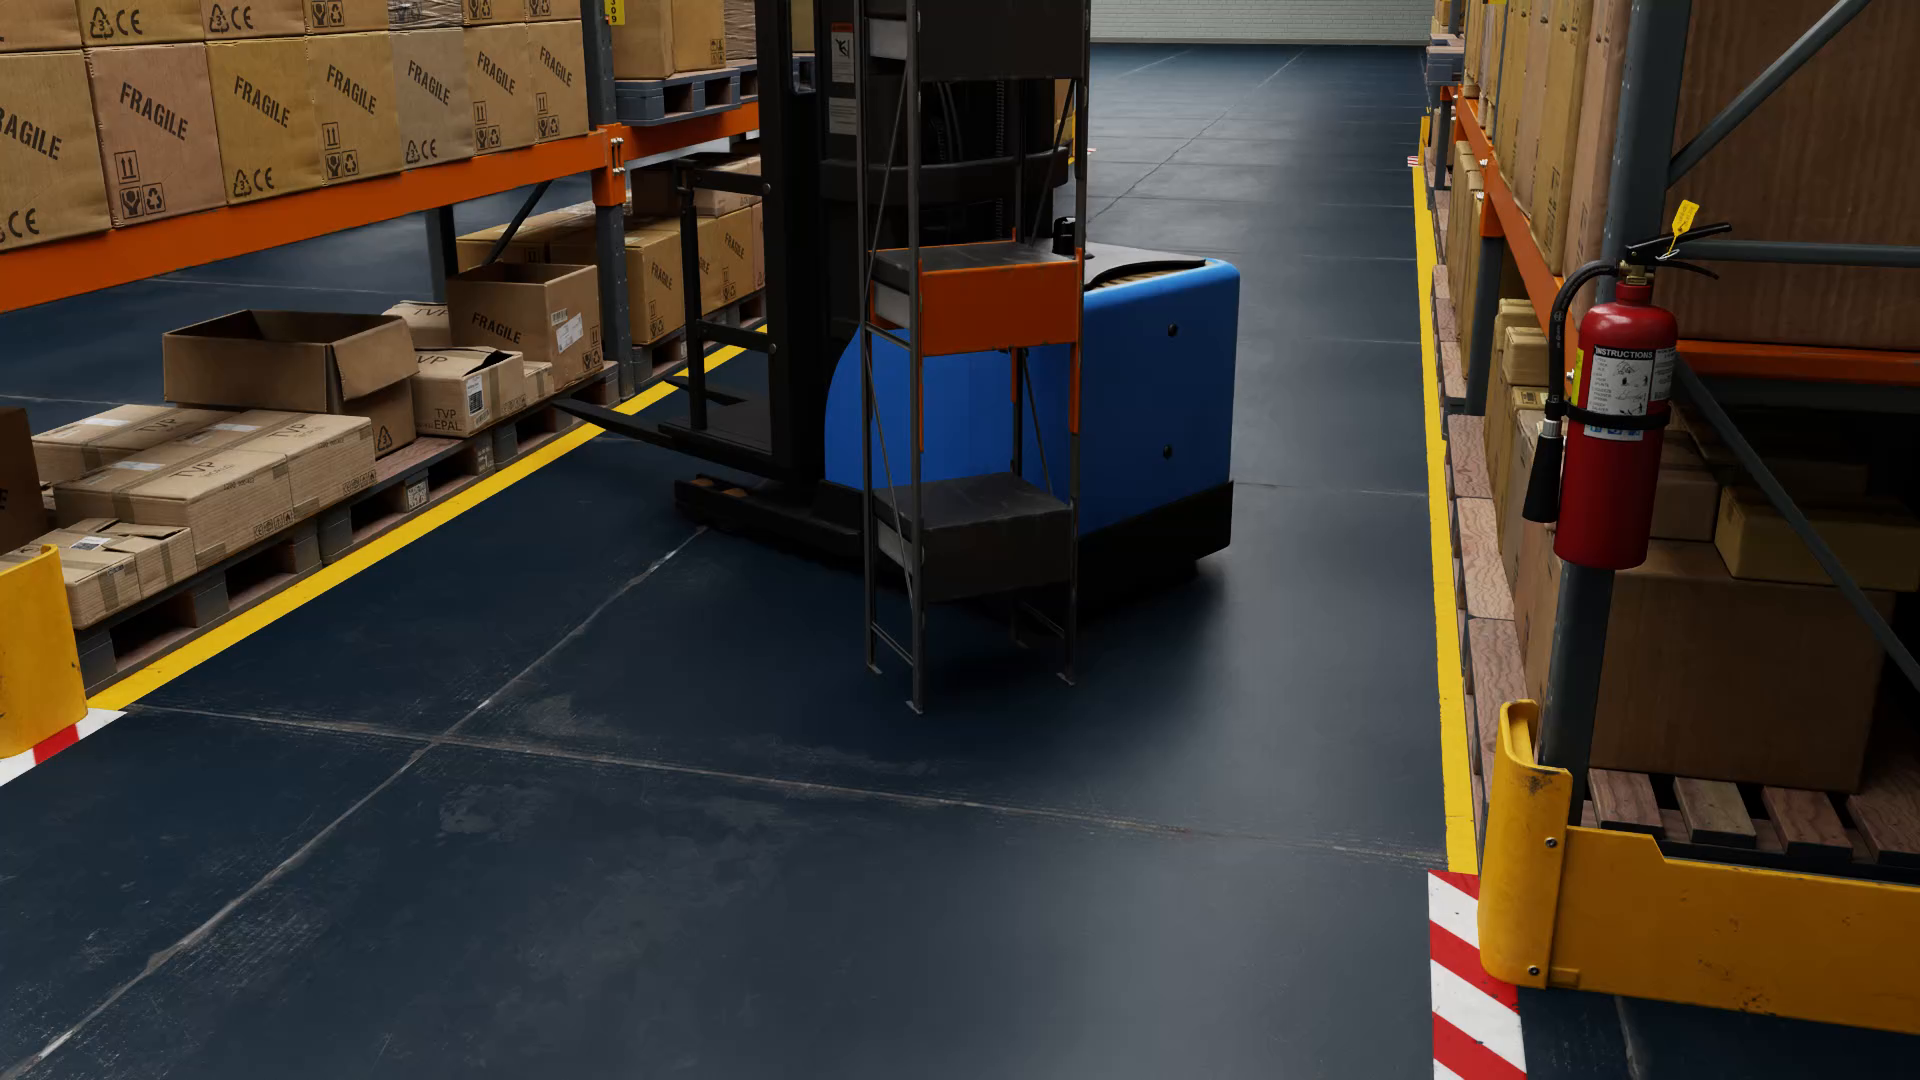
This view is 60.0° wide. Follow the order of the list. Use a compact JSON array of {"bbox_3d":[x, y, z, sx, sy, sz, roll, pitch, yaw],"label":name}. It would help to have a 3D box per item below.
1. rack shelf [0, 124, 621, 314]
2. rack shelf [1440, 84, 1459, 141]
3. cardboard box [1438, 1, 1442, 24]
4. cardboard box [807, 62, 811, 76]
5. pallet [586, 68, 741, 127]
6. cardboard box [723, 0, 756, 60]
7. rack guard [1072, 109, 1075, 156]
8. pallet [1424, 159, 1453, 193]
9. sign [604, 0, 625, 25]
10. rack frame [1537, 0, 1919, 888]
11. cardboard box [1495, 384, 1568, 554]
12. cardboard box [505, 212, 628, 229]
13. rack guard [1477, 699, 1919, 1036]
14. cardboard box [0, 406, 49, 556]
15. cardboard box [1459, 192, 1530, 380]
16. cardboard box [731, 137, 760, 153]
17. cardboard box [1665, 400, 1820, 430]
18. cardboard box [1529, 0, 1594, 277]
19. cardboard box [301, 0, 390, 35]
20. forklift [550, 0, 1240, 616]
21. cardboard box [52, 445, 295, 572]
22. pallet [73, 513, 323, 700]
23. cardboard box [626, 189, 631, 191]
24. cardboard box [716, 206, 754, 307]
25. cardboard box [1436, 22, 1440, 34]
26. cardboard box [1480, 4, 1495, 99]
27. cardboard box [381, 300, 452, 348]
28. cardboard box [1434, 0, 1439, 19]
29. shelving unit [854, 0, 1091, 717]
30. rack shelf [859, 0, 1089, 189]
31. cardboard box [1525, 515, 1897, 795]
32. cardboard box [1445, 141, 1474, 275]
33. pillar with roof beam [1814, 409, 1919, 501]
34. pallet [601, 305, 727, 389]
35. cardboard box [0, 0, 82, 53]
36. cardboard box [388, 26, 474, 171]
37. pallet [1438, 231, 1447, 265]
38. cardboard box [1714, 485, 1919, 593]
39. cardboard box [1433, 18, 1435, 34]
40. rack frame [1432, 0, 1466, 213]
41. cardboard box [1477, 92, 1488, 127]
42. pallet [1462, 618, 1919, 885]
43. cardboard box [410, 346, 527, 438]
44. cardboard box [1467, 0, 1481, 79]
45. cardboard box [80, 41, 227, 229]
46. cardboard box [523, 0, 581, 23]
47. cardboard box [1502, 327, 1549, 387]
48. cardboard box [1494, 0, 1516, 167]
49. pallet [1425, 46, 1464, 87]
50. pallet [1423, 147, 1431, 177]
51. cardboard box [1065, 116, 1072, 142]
[{"bbox_3d":[-2.605,-1.188,6.137,1.077,0.370,4.000,5,19,13],"label":"rack shelf"},{"bbox_3d":[4.154,-3.305,12.336,1.077,0.370,4.000,5,19,13],"label":"rack shelf"},{"bbox_3d":[4.574,-4.895,14.920,0.500,0.500,0.500,5,19,13],"label":"cardboard box"},{"bbox_3d":[-1.008,-3.477,11.865,0.500,0.311,0.500,6,20,17],"label":"cardboard box"},{"bbox_3d":[-1.816,-2.306,8.595,1.003,0.211,1.213,5,19,13],"label":"pallet"},{"bbox_3d":[-1.592,-3.177,10.043,0.700,0.500,0.500,9,21,24],"label":"cardboard box"},{"bbox_3d":[0.821,-4.741,19.294,1.175,0.500,0.348,5,19,13],"label":"rack guard"},{"bbox_3d":[5.068,-3.550,16.253,1.003,0.211,1.213,5,19,13],"label":"pallet"},{"bbox_3d":[-1.589,-2.524,7.598,0.100,0.325,0.005,5,19,13],"label":"sign"},{"bbox_3d":[1.711,-0.511,3.044,1.000,3.000,0.127,5,19,13],"label":"rack frame"},{"bbox_3d":[2.152,-0.237,5.457,0.700,0.500,0.500,5,20,15],"label":"cardboard box"},{"bbox_3d":[-2.145,-1.512,9.160,0.500,0.500,0.500,5,19,14],"label":"cardboard box"},{"bbox_3d":[1.705,0.679,3.426,1.175,0.500,0.348,5,19,13],"label":"rack guard"},{"bbox_3d":[-3.200,-0.116,5.074,0.500,0.500,0.500,5,19,13],"label":"cardboard box"},{"bbox_3d":[2.721,-1.160,7.620,0.750,0.750,0.750,5,19,14],"label":"cardboard box"},{"bbox_3d":[-1.150,-2.459,10.773,0.500,0.250,0.500,5,20,15],"label":"cardboard box"},{"bbox_3d":[2.194,-0.323,4.708,0.380,0.149,0.250,5,19,14],"label":"cardboard box"},{"bbox_3d":[1.992,-1.043,4.136,0.980,0.700,0.700,5,19,13],"label":"cardboard box"},{"bbox_3d":[-2.359,-2.020,5.760,0.500,0.500,0.500,4,19,13],"label":"cardboard box"},{"bbox_3d":[-0.456,-1.524,6.116,3.031,2.935,1.130,17,25,40],"label":"forklift"},{"bbox_3d":[-2.564,-0.113,5.451,0.500,0.250,0.500,5,19,13],"label":"cardboard box"},{"bbox_3d":[-2.881,0.145,5.438,1.003,0.211,1.213,5,19,13],"label":"pallet"},{"bbox_3d":[-1.778,-1.993,10.567,0.500,0.500,0.500,4,19,13],"label":"cardboard box"},{"bbox_3d":[-1.513,-1.637,9.525,0.500,0.500,0.500,5,19,14],"label":"cardboard box"},{"bbox_3d":[4.702,-4.698,15.501,0.500,0.250,0.500,5,19,13],"label":"cardboard box"},{"bbox_3d":[2.671,-2.288,7.599,0.500,0.500,0.500,5,19,14],"label":"cardboard box"},{"bbox_3d":[-2.429,-0.976,7.884,0.500,0.311,0.500,5,19,13],"label":"cardboard box"},{"bbox_3d":[4.949,-5.378,16.333,0.500,0.500,0.500,4,19,12],"label":"cardboard box"},{"bbox_3d":[0.027,-0.584,4.650,0.503,2.100,0.431,-8,21,-23],"label":"shelving unit"},{"bbox_3d":[0.027,-1.234,4.428,0.480,0.518,0.431,-8,21,-23],"label":"rack shelf"},{"bbox_3d":[1.785,0.246,4.045,0.700,0.500,0.500,5,19,13],"label":"cardboard box"},{"bbox_3d":[3.358,-1.980,10.020,0.750,0.750,0.750,4,19,13],"label":"cardboard box"},{"bbox_3d":[-0.819,-4.656,5.897,9.100,9.000,0.400,5,19,13],"label":"pillar with roof beam"},{"bbox_3d":[-1.955,-1.093,9.062,1.003,0.211,1.213,5,19,13],"label":"pallet"},{"bbox_3d":[-2.730,-1.540,4.354,0.500,0.500,0.500,5,20,15],"label":"cardboard box"},{"bbox_3d":[-2.238,-1.702,6.377,0.500,0.500,0.500,5,20,15],"label":"cardboard box"},{"bbox_3d":[3.858,-1.944,11.552,1.003,0.211,1.213,5,19,13],"label":"pallet"},{"bbox_3d":[1.948,-0.006,3.779,0.380,0.149,0.250,5,19,14],"label":"cardboard box"},{"bbox_3d":[5.080,-5.173,16.893,0.500,0.250,0.500,4,19,12],"label":"cardboard box"},{"bbox_3d":[4.642,-4.272,14.055,1.000,3.000,0.127,5,19,13],"label":"rack frame"},{"bbox_3d":[2.649,-2.030,7.848,0.380,0.149,0.250,5,19,13],"label":"cardboard box"},{"bbox_3d":[1.830,0.552,4.246,1.003,0.211,1.213,5,19,13],"label":"pallet"},{"bbox_3d":[-2.164,-0.655,6.943,0.500,0.311,0.500,5,19,13],"label":"cardboard box"},{"bbox_3d":[3.039,-2.765,8.997,0.500,0.500,0.500,5,19,13],"label":"cardboard box"},{"bbox_3d":[-2.609,-1.229,4.990,0.500,0.500,0.500,4,19,13],"label":"cardboard box"},{"bbox_3d":[-1.989,-2.497,7.154,0.500,0.500,0.500,5,19,14],"label":"cardboard box"},{"bbox_3d":[2.018,-0.605,5.532,0.380,0.149,0.250,4,19,12],"label":"cardboard box"},{"bbox_3d":[2.539,-1.738,6.172,0.980,0.700,0.700,5,19,14],"label":"cardboard box"},{"bbox_3d":[3.736,-3.160,11.094,1.213,0.211,1.003,5,19,13],"label":"pallet"},{"bbox_3d":[5.368,-3.931,17.369,1.003,0.211,1.213,5,19,13],"label":"pallet"},{"bbox_3d":[0.971,-4.622,18.684,0.500,0.250,0.500,5,19,13],"label":"cardboard box"}]
